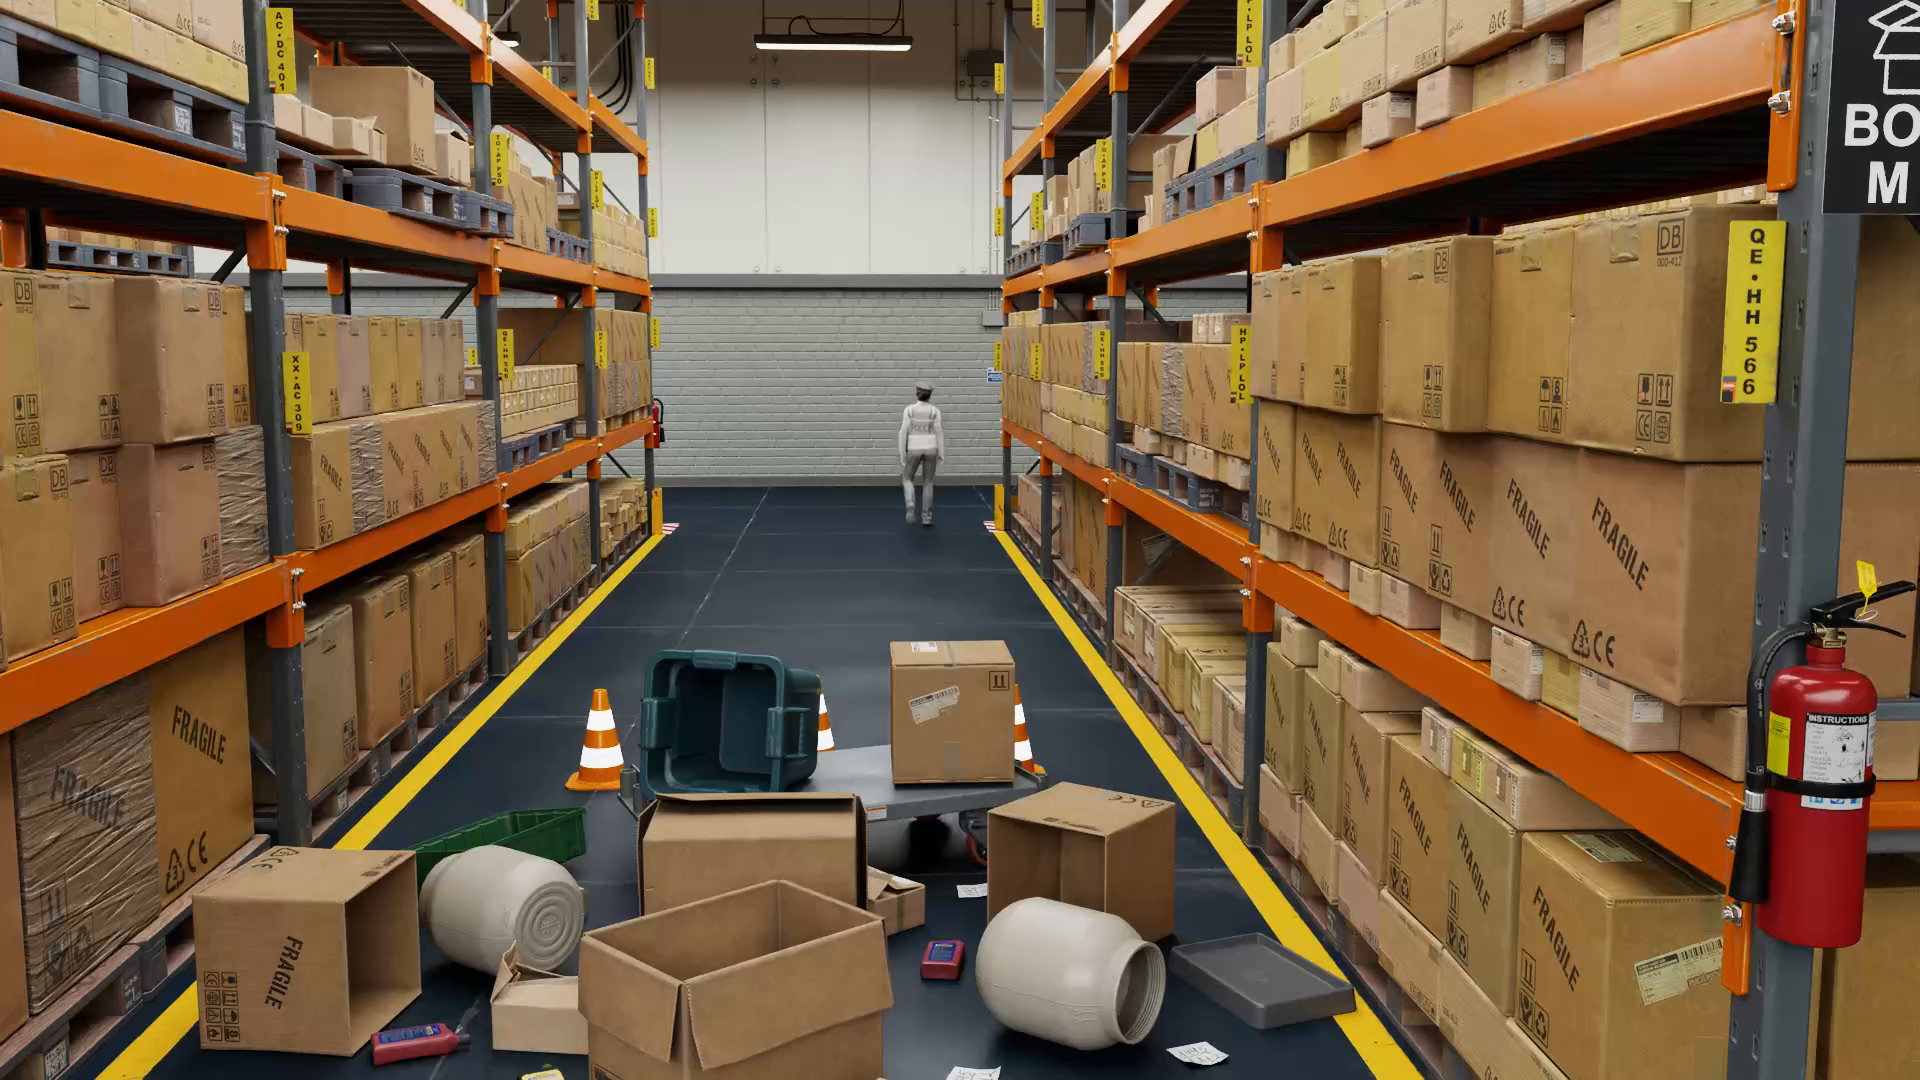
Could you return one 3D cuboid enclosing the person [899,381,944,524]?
[{"bbox_3d":[-0.448,-1.006,19.327,0.526,1.666,0.457,0,7,-2],"label":"person"}]
